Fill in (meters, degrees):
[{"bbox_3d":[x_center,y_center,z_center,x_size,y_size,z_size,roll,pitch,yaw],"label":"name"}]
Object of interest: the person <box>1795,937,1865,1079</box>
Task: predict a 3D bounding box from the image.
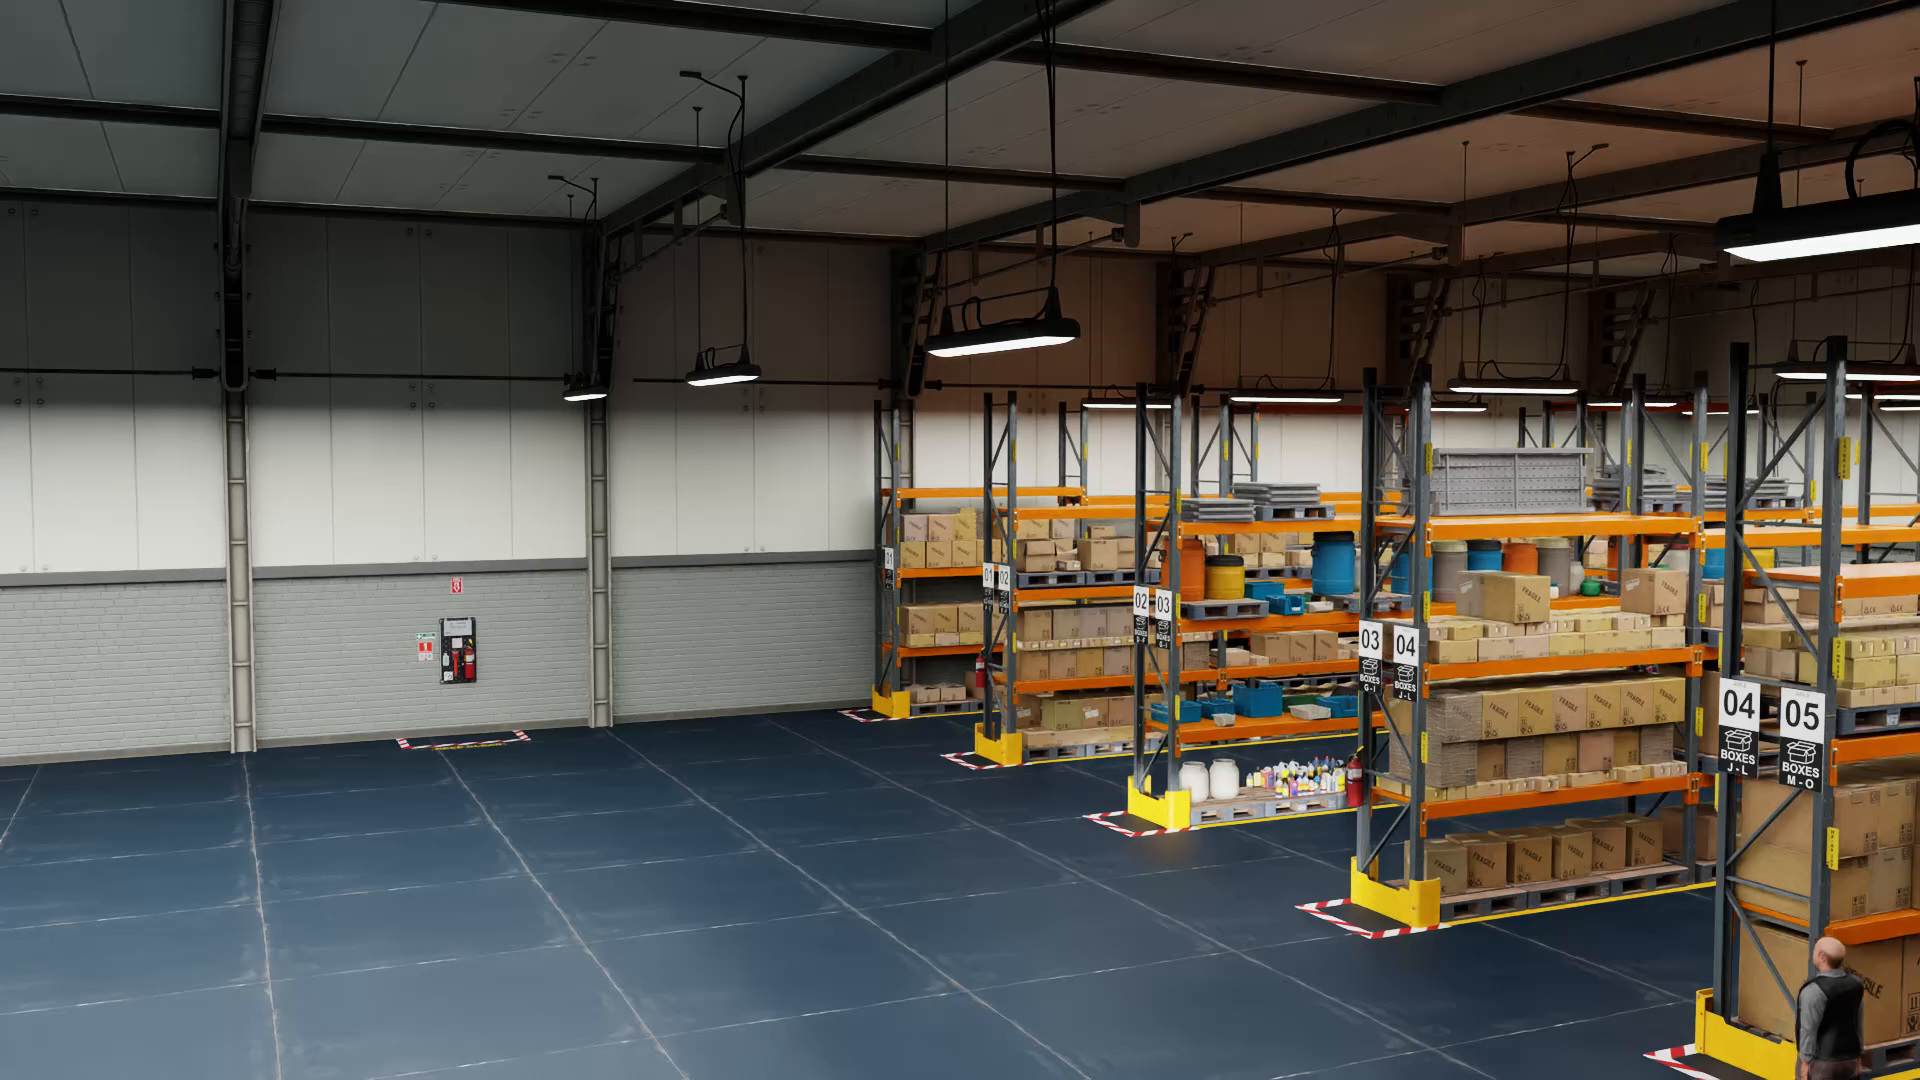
[{"bbox_3d":[6.071,3.620,11.565,0.547,1.711,0.664,-2,4,-25],"label":"person"}]
